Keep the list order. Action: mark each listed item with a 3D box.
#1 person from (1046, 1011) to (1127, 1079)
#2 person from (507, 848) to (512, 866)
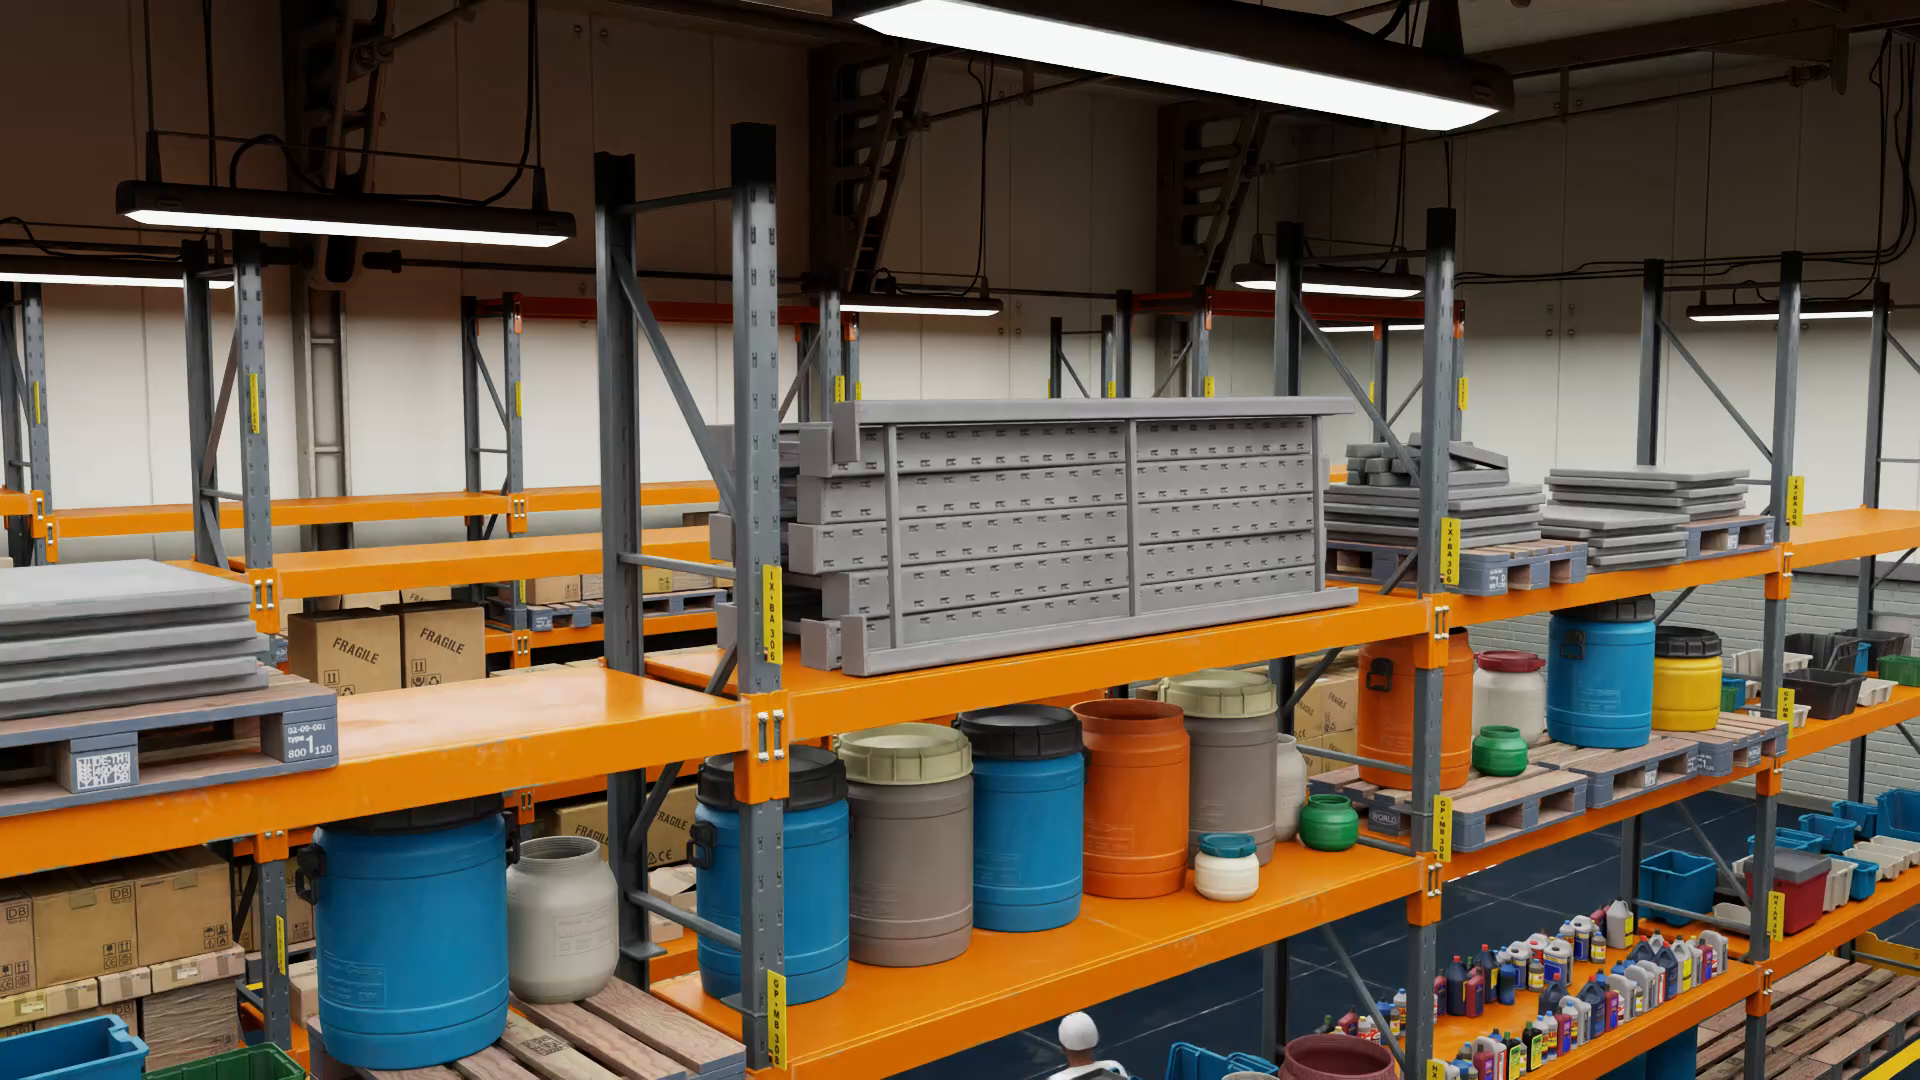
[{"bbox_3d":[0.607,3.412,9.095,0.639,1.745,0.872,-3,6,-31],"label":"person"},{"bbox_3d":[-3.437,3.147,12.907,0.441,1.584,0.451,-4,7,-35],"label":"person"}]
